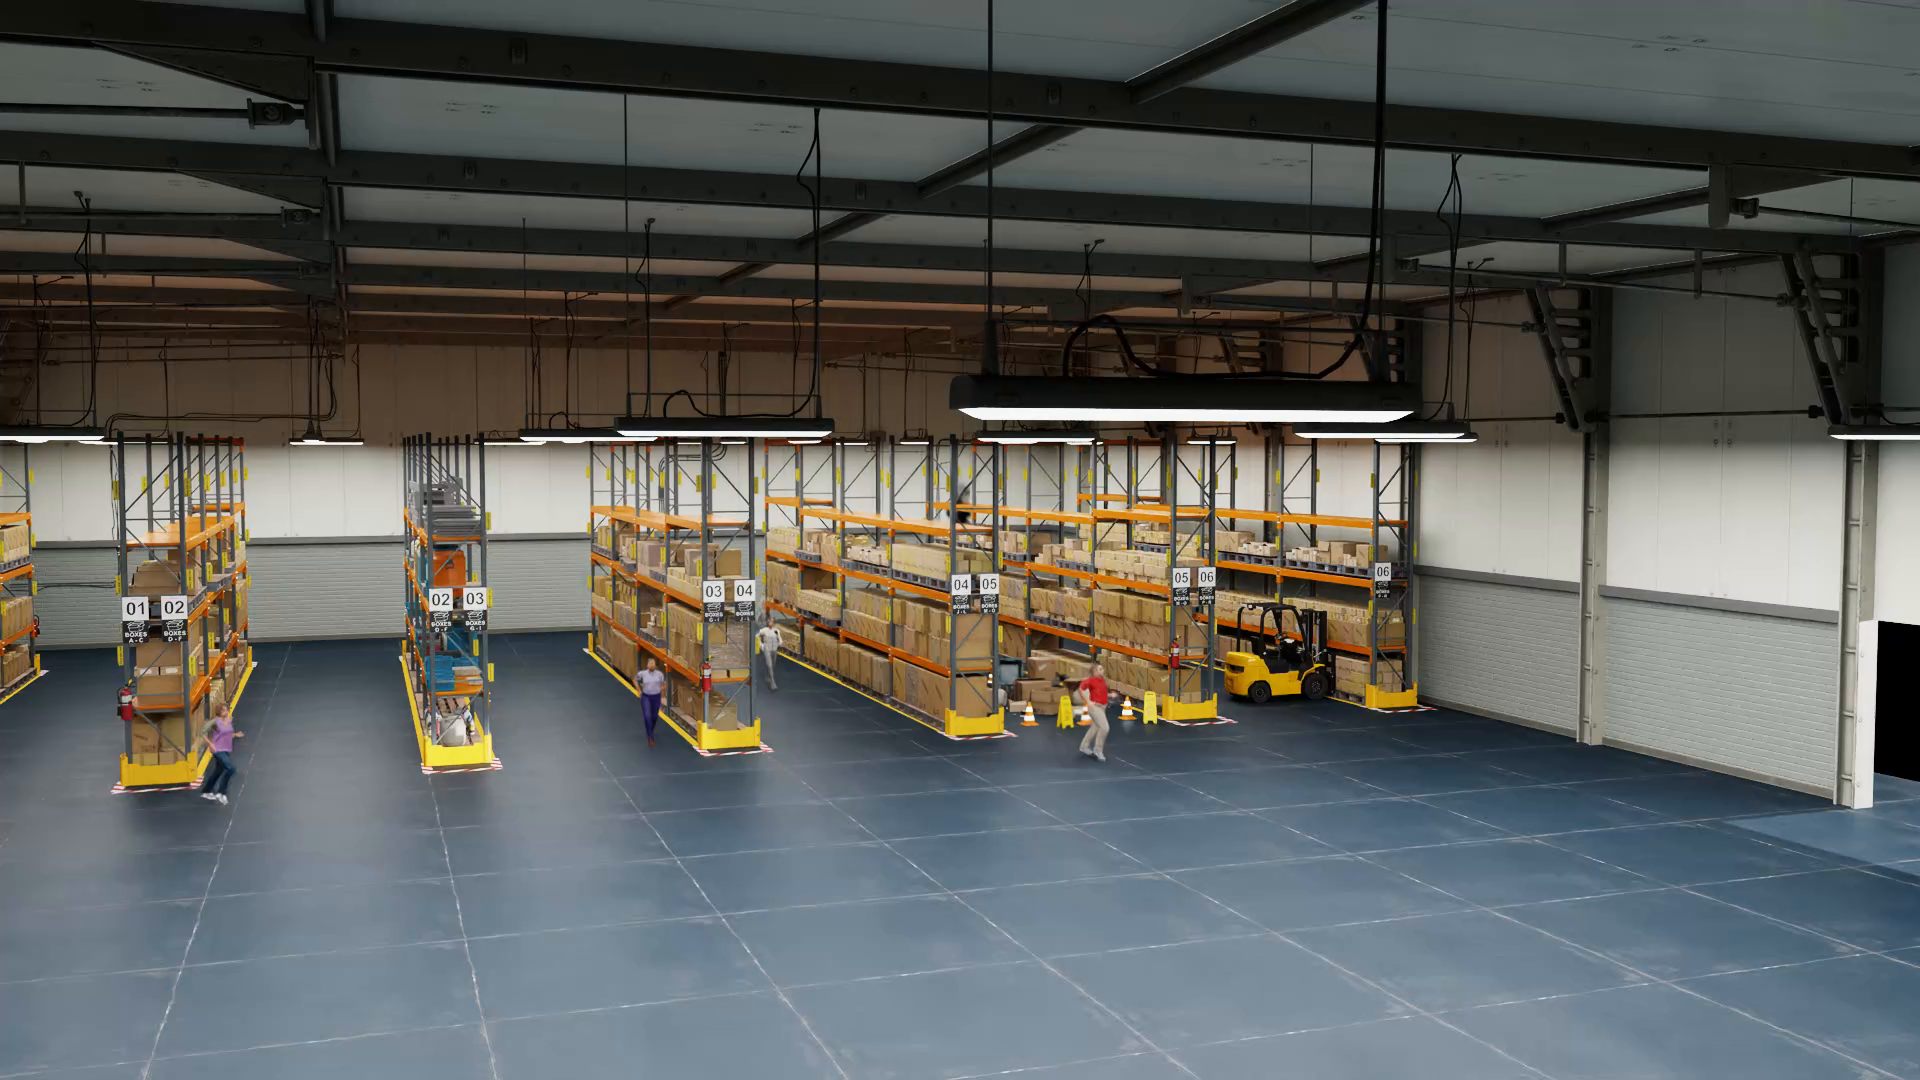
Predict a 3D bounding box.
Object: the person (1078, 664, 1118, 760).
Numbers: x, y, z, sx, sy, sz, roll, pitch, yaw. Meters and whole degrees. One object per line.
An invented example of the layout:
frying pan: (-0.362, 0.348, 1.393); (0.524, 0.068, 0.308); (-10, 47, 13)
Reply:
person: (2.545, 3.178, 30.670); (0.761, 1.785, 0.635); (2, 4, 28)

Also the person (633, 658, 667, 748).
person: (-5.971, 3.118, 32.168); (0.604, 1.656, 0.918); (-1, 3, -24)

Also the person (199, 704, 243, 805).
person: (-11.911, 3.446, 26.835); (0.693, 1.625, 0.510); (1, 3, 9)

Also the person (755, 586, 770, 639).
person: (-5.806, 2.187, 49.634); (0.618, 1.621, 0.665); (-1, 3, -18)

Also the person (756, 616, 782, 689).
person: (-4.546, 2.671, 39.838); (0.617, 1.704, 0.895); (-2, 4, -26)
